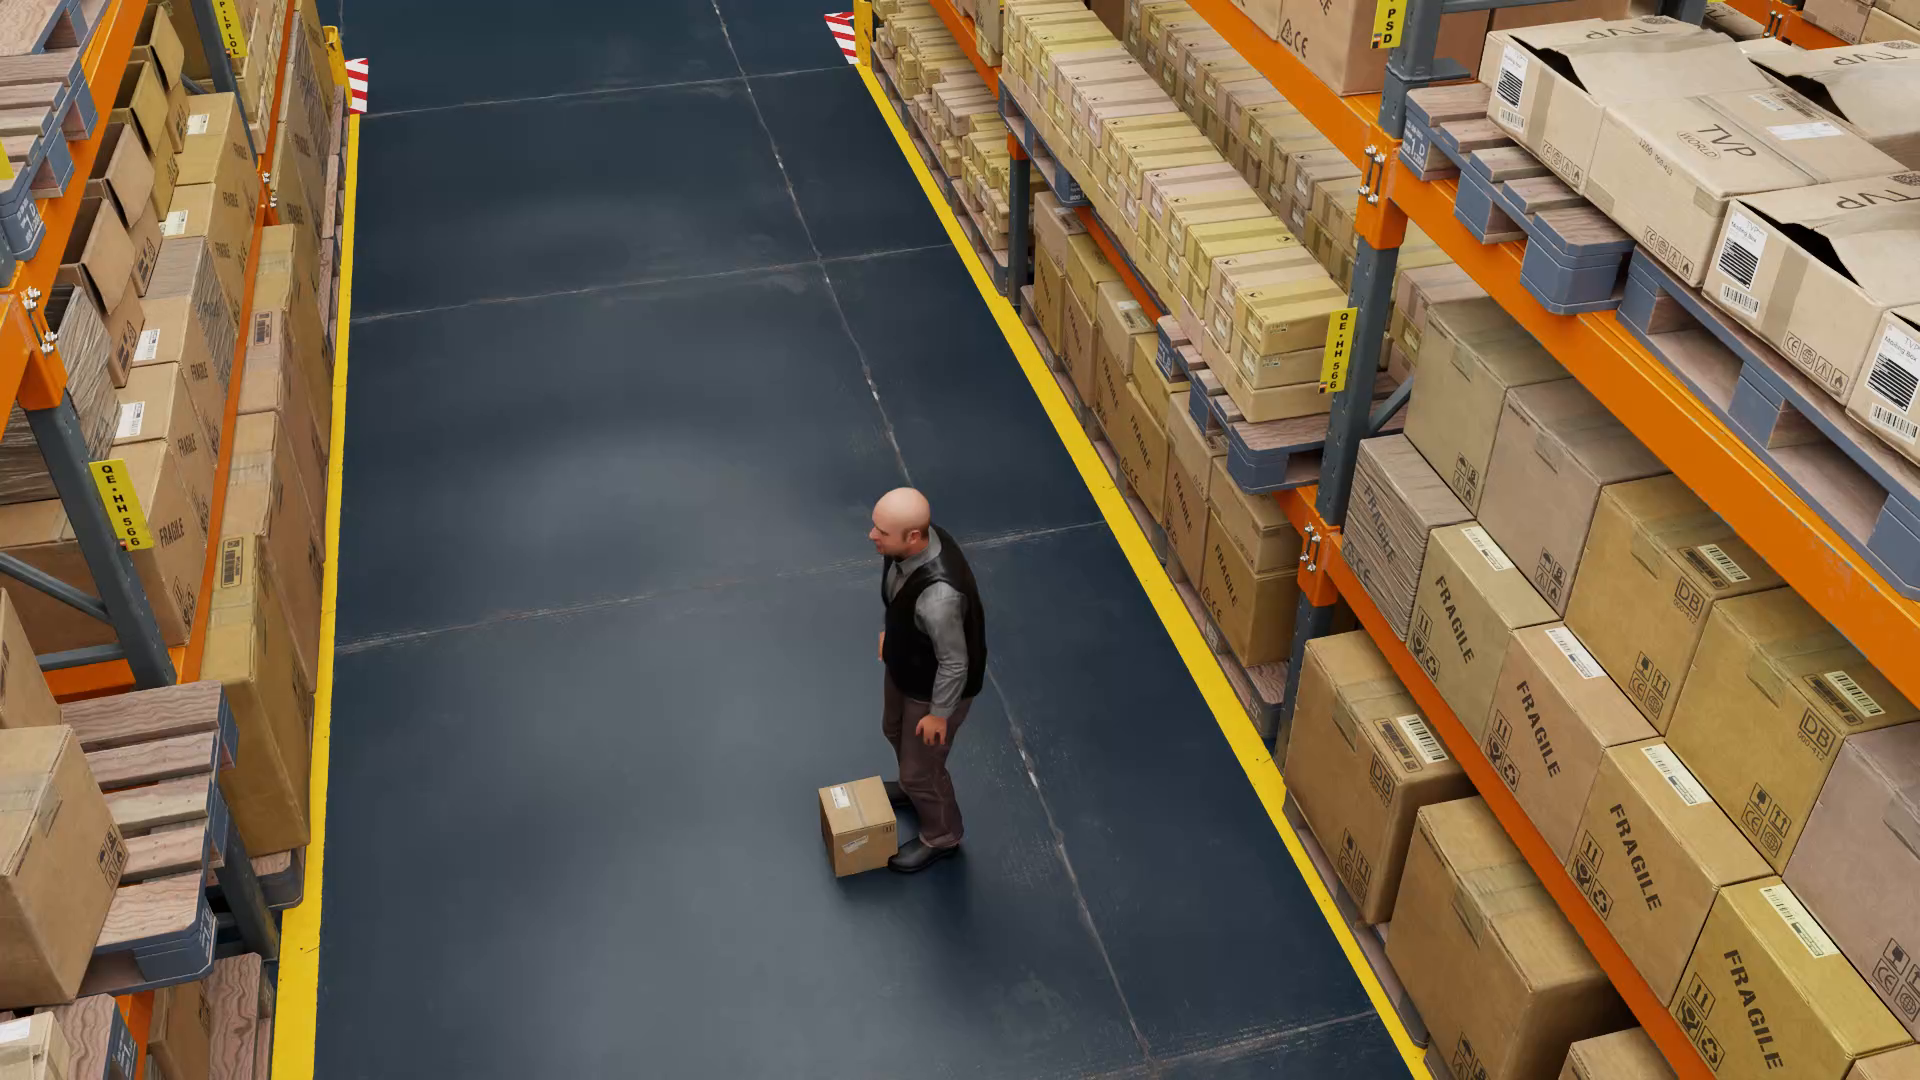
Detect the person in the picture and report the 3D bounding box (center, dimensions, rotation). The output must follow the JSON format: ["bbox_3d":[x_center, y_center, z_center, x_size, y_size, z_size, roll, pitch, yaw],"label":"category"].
[{"bbox_3d":[-0.124,0.492,6.103,0.414,1.721,0.594,-12,39,-14],"label":"person"}]
